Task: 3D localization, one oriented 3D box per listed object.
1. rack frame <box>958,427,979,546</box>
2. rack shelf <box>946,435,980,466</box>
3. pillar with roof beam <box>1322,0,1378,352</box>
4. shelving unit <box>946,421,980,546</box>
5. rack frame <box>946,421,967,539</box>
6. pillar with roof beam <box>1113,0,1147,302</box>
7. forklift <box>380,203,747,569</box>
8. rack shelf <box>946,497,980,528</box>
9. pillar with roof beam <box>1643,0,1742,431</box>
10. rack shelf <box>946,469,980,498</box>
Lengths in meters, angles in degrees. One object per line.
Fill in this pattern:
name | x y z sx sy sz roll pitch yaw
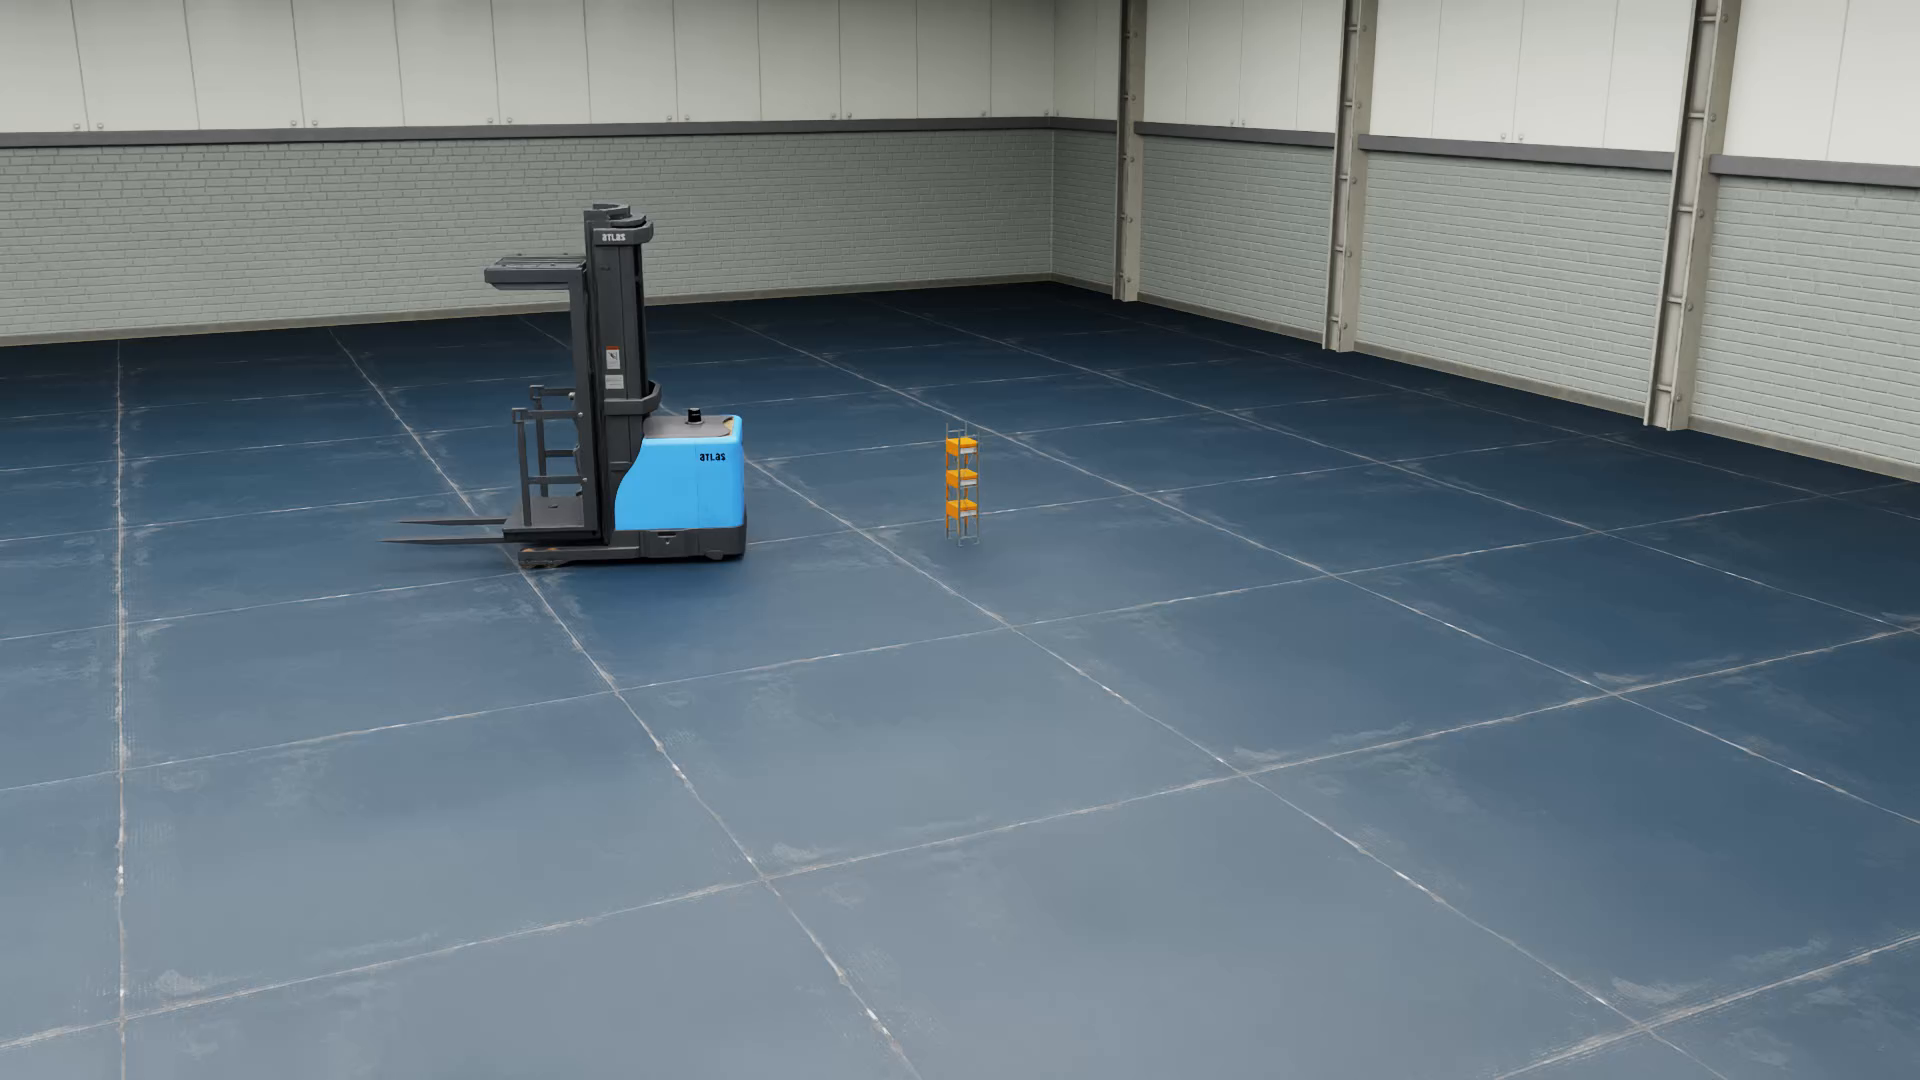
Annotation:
rack frame | 0.077 -0.461 14.454 0.200 1.050 0.008 -8 18 -25
rack shelf | 0.023 -0.754 14.484 0.215 0.259 0.240 -8 18 -25
pillar with roof beam | 1.718 -6.613 21.483 9.100 9.000 0.400 -8 18 -25
shelving unit | 0.023 -0.491 14.560 0.215 1.050 0.252 -8 18 -25
rack frame | -0.030 -0.522 14.665 0.200 1.050 0.008 -8 18 -25
pillar with roof beam | -0.911 -8.101 26.667 9.100 9.000 0.400 -8 18 -25
forklift | -3.382 -1.321 14.042 3.031 2.935 1.130 -2 16 -5
rack shelf | 0.023 -0.214 14.639 0.215 0.259 0.240 -8 18 -25
pillar with roof beam | 4.346 -5.126 16.298 9.100 9.000 0.400 -8 18 -25
rack shelf | 0.023 -0.481 14.563 0.215 0.259 0.240 -8 18 -25
